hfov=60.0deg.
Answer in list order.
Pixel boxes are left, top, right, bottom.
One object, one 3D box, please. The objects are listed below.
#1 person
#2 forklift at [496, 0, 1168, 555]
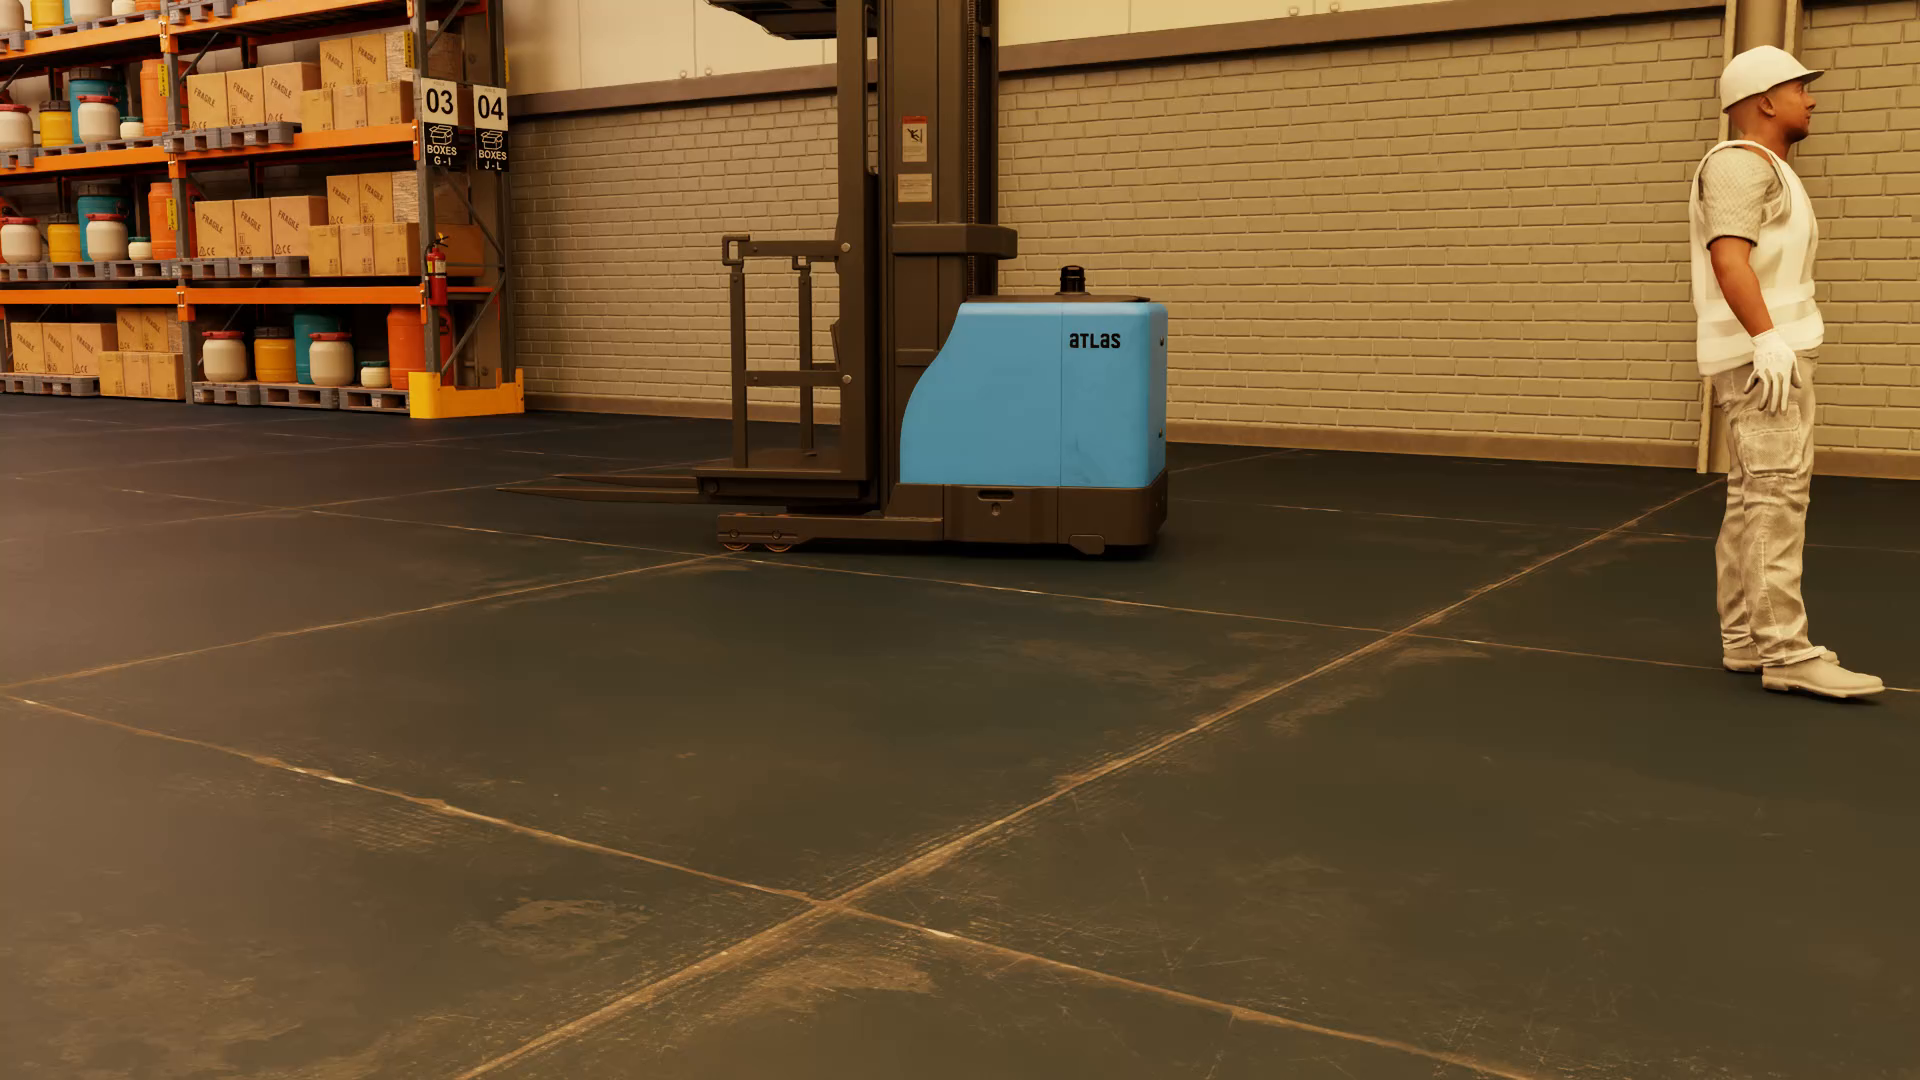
[{"bbox_3d":[2.362,-0.498,4.719,0.576,1.784,0.657,4,9,28],"label":"person"},{"bbox_3d":[-0.596,-1.469,7.520,3.031,2.935,1.130,2,8,12],"label":"forklift"}]
